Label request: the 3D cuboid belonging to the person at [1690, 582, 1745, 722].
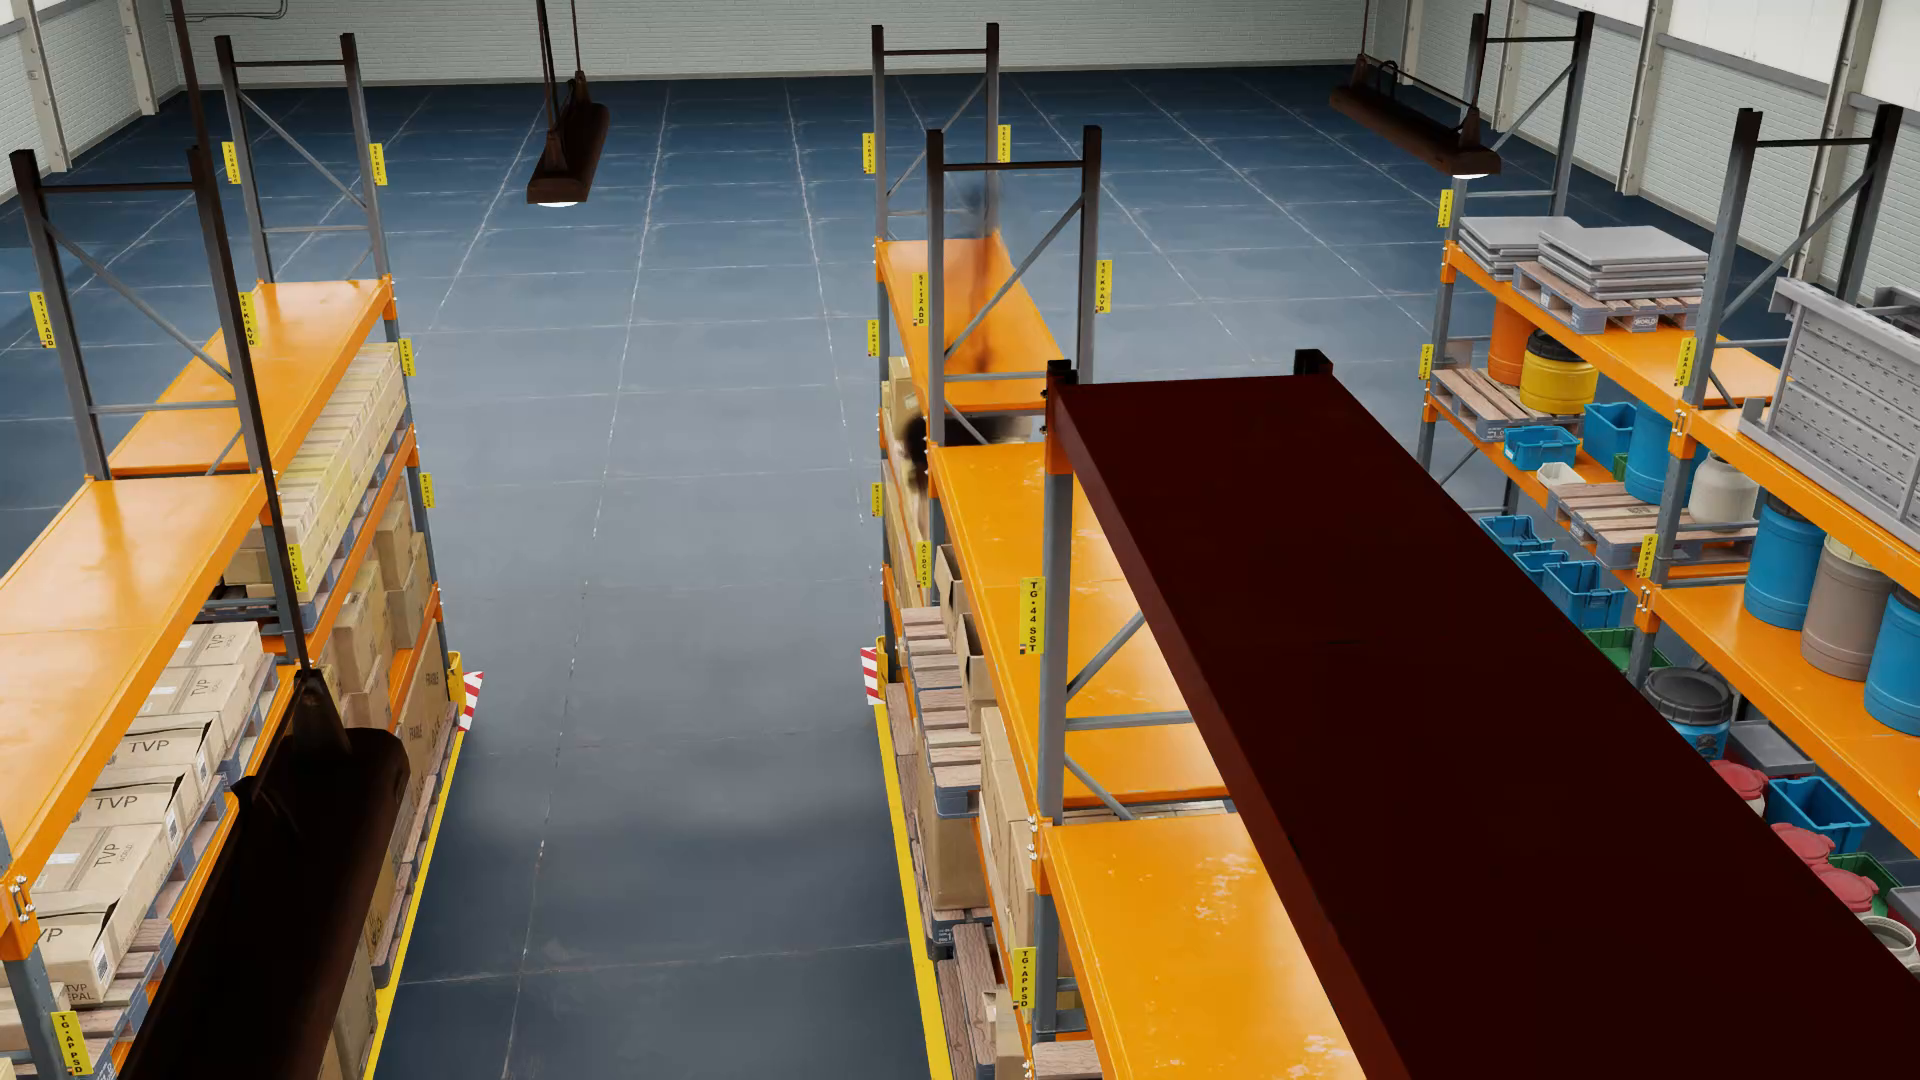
[{"bbox_3d":[6.659,1.030,14.375,0.655,1.796,0.986,2,26,4],"label":"person"}]
